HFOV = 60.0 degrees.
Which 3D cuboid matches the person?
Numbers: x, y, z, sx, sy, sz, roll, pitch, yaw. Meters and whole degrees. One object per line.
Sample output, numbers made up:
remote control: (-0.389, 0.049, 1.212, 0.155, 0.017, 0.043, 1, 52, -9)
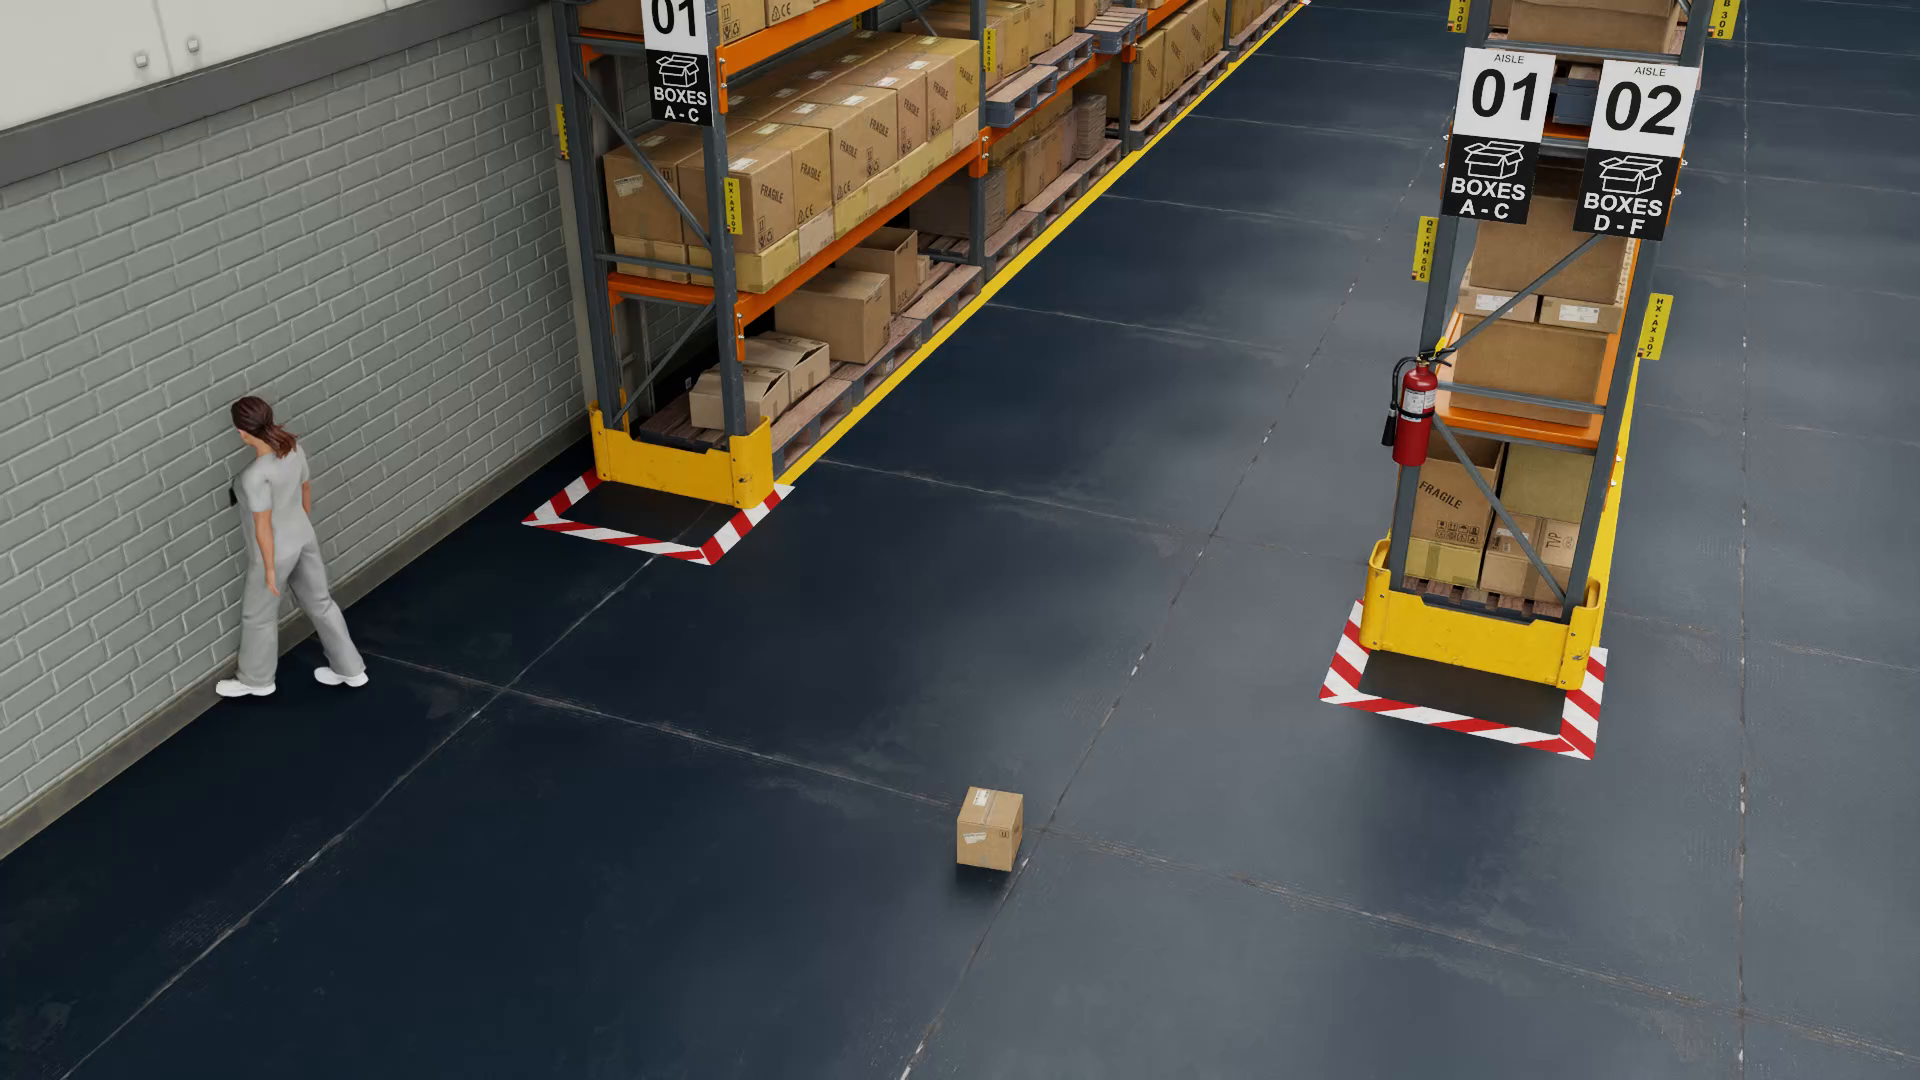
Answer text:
person: (-3.462, 0.032, 8.311, 0.726, 1.659, 0.476, 7, 31, 12)
